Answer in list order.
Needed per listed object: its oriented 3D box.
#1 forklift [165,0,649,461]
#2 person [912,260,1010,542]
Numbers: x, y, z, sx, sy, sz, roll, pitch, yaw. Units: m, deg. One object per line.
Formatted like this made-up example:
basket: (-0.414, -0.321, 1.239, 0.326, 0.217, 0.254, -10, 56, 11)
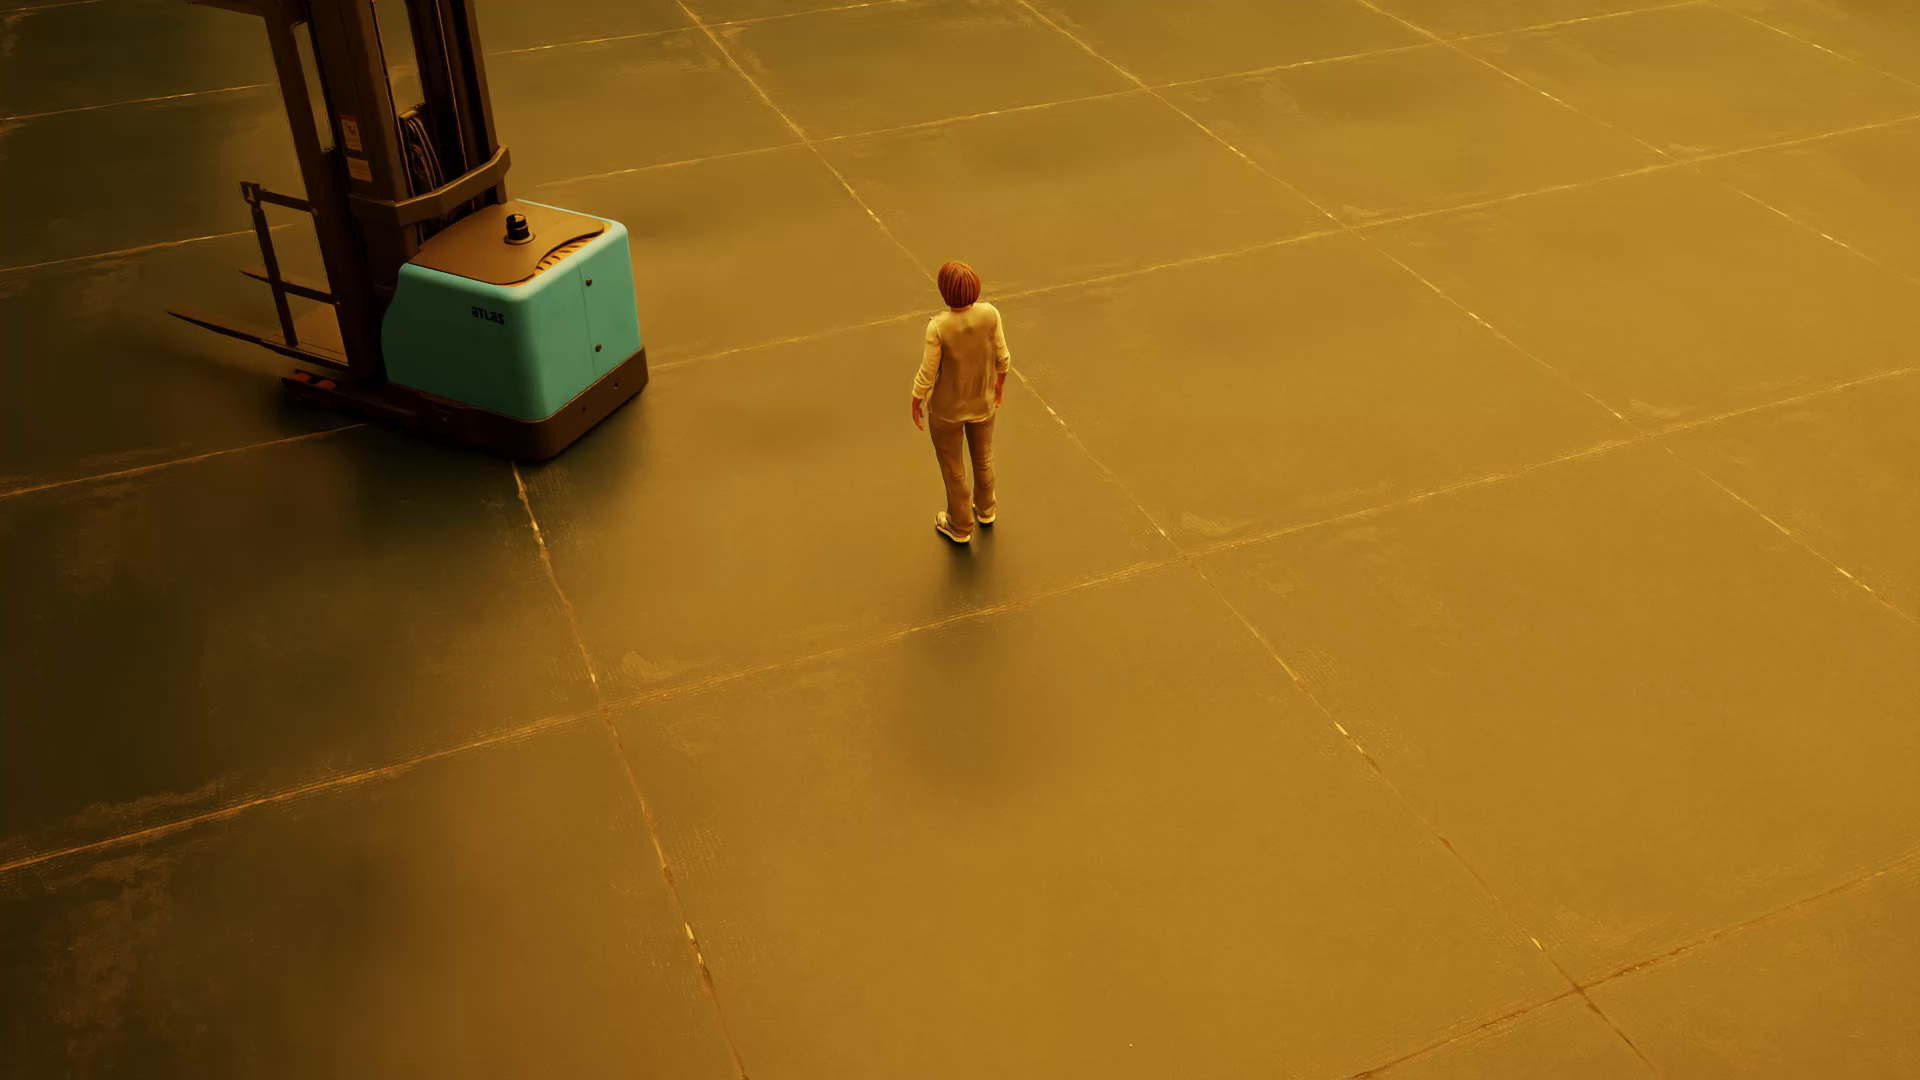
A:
forklift: (-3.393, -2.216, 9.215, 3.031, 2.935, 1.130, 16, 38, 21)
person: (-0.017, -0.699, 8.221, 0.521, 1.599, 0.473, -14, 38, -19)
